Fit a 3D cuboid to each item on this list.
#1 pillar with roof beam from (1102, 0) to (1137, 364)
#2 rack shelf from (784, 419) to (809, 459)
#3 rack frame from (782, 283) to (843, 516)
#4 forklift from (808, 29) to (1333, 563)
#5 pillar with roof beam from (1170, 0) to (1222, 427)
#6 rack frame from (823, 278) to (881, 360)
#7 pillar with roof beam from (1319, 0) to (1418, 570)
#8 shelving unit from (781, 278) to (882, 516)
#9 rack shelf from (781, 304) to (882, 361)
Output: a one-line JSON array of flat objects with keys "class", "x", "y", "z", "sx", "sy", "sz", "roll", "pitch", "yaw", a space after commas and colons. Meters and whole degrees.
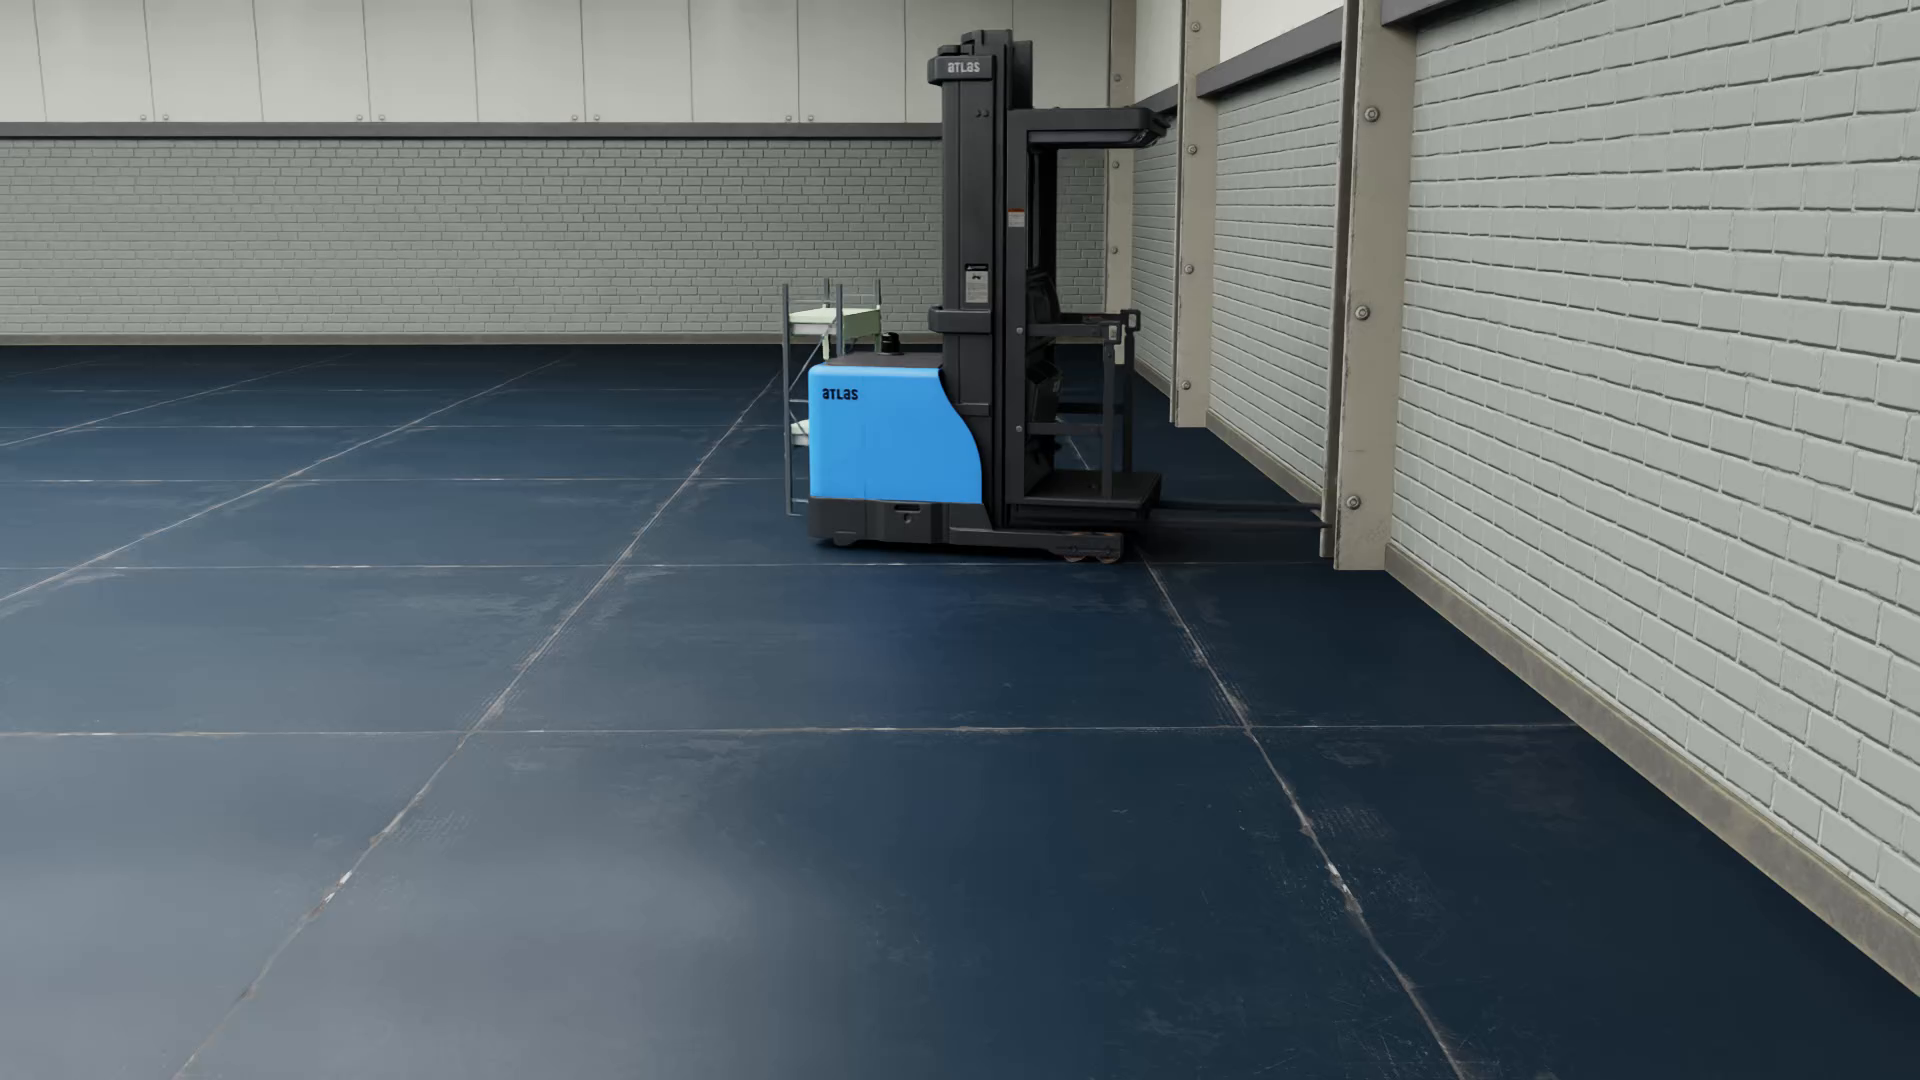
[{"class": "pillar with roof beam", "x": -2.315, "y": -6.651, "z": 20.212, "sx": 9.100, "sy": 9.000, "sz": 0.400, "roll": 0, "pitch": 11, "yaw": -1}, {"class": "rack shelf", "x": -0.832, "y": -0.635, "z": 11.058, "sx": 0.431, "sy": 0.370, "sz": 0.720, "roll": 3, "pitch": 12, "yaw": 16}, {"class": "rack frame", "x": -0.937, "y": -0.885, "z": 10.650, "sx": 0.400, "sy": 1.500, "sz": 0.023, "roll": 3, "pitch": 12, "yaw": 16}, {"class": "forklift", "x": 0.674, "y": -1.420, "z": 9.688, "sx": 3.031, "sy": 2.935, "sz": 1.130, "roll": 2, "pitch": 12, "yaw": 12}, {"class": "pillar with roof beam", "x": -2.191, "y": -5.459, "z": 14.333, "sx": 9.100, "sy": 9.000, "sz": 0.400, "roll": 0, "pitch": 11, "yaw": -1}, {"class": "rack frame", "x": -0.728, "y": -1.025, "z": 11.338, "sx": 0.400, "sy": 1.500, "sz": 0.023, "roll": 3, "pitch": 12, "yaw": 16}, {"class": "pillar with roof beam", "x": -2.067, "y": -4.266, "z": 8.454, "sx": 9.100, "sy": 9.000, "sz": 0.400, "roll": 0, "pitch": 11, "yaw": -1}, {"class": "shelving unit", "x": -0.832, "y": -0.955, "z": 10.994, "sx": 0.431, "sy": 1.500, "sz": 0.755, "roll": 3, "pitch": 12, "yaw": 16}, {"class": "rack shelf", "x": -0.832, "y": -1.337, "z": 10.916, "sx": 0.431, "sy": 0.370, "sz": 0.720, "roll": 3, "pitch": 12, "yaw": 16}]
